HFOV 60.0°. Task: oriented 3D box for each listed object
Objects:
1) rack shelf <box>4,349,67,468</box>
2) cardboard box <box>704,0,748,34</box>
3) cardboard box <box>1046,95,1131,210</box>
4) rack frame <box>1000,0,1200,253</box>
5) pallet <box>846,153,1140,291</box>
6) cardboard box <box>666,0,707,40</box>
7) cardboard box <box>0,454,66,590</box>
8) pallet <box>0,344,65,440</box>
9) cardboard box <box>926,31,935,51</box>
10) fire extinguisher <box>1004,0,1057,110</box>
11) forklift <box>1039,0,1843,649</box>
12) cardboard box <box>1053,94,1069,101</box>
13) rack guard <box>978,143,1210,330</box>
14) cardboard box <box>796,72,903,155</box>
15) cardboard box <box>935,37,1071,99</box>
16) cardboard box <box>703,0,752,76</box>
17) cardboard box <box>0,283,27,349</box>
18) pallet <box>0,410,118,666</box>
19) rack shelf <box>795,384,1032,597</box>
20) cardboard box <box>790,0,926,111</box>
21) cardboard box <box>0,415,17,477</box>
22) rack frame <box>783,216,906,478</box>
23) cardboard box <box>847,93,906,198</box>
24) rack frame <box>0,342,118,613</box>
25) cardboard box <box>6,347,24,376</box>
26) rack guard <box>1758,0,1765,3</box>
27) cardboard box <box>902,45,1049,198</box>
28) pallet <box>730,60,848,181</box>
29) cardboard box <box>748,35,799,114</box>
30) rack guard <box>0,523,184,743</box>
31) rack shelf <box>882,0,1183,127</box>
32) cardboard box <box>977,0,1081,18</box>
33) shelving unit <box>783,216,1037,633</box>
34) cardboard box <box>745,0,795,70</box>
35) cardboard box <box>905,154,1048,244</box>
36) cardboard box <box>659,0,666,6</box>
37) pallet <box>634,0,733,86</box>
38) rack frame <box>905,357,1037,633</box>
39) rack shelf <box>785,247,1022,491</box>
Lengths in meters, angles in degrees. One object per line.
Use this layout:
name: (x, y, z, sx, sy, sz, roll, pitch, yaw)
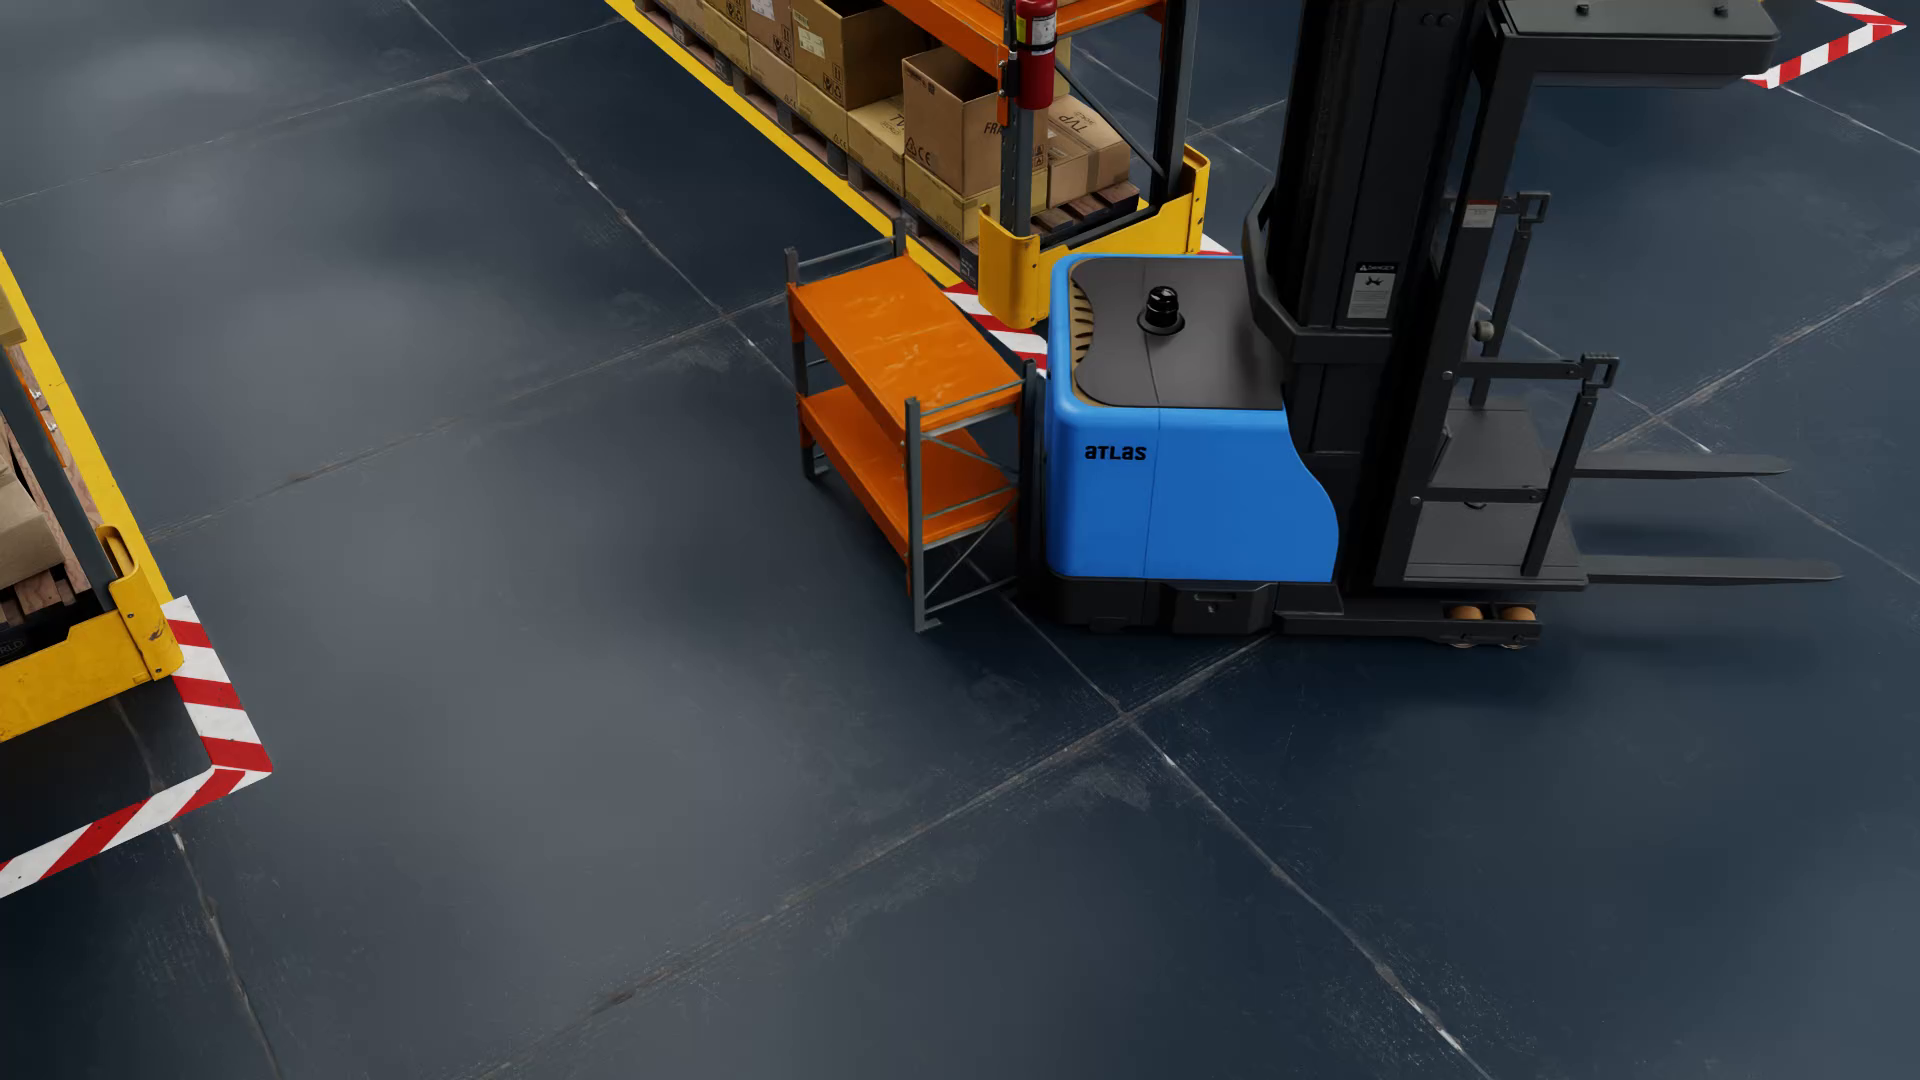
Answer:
rack shelf: (-4.580, -1.305, 6.466, 1.077, 0.370, 4.000, -26, 49, -24)
cardboard box: (-1.083, -3.133, 9.003, 0.500, 0.500, 0.500, -26, 49, -24)
cardboard box: (0.501, -1.940, 8.297, 0.500, 0.250, 0.500, -26, 49, -24)
rack frame: (0.625, -2.391, 7.083, 1.000, 3.000, 0.127, -26, 49, -24)
pallet: (0.153, -1.799, 8.482, 1.003, 0.211, 1.213, -26, 49, -24)
cardboard box: (-1.365, -3.147, 9.561, 0.500, 0.250, 0.500, -26, 49, -24)
cardboard box: (-3.758, -0.046, 6.255, 0.500, 0.311, 0.500, -31, 52, -29)
pallet: (-4.609, -0.631, 7.258, 1.003, 0.211, 1.213, -26, 49, -24)
cardboard box: (-0.084, -2.772, 8.626, 0.500, 0.500, 0.500, -26, 49, -24)
fire extinguisher: (0.312, -2.113, 6.847, 0.296, 0.674, 0.183, -26, 49, -24)
forklift: (1.836, -1.023, 5.699, 3.031, 2.935, 1.130, 1, 44, 1)
cardboard box: (0.211, -2.222, 8.592, 0.500, 0.250, 0.500, -26, 49, -24)
rack guard: (0.639, -1.474, 7.932, 1.175, 0.500, 0.348, -26, 49, -24)
cardboard box: (-0.508, -2.297, 8.671, 0.500, 0.250, 0.500, -26, 49, -24)
cardboard box: (0.213, -2.494, 8.334, 0.500, 0.500, 0.500, -26, 49, -24)
cardboard box: (-1.083, -2.861, 9.262, 0.500, 0.250, 0.500, -26, 49, -24)
cardboard box: (-3.455, -0.787, 5.496, 0.500, 0.250, 0.500, -27, 50, -26)
pallet: (-3.915, 0.059, 6.535, 1.003, 0.211, 1.213, -26, 49, -24)
rack shelf: (-0.199, -0.272, 6.575, 0.538, 0.278, 1.000, -20, 47, -20)
cardboard box: (-0.510, -2.567, 8.410, 0.500, 0.500, 0.500, -26, 49, -24)
cardboard box: (-4.084, -0.369, 6.593, 0.500, 0.311, 0.500, -22, 48, -21)
rack frame: (-0.438, -0.759, 6.730, 0.500, 1.125, 0.032, -20, 47, -20)
cardboard box: (-0.220, -2.014, 8.375, 0.500, 0.250, 0.500, -26, 49, -24)
rack frame: (-3.436, -0.432, 5.031, 1.000, 3.000, 0.127, -26, 49, -24)
cardboard box: (-4.463, -0.873, 6.984, 0.700, 0.500, 0.500, -29, 51, -27)
rack guard: (4.608, -3.466, 10.019, 1.175, 0.500, 0.348, -26, 49, -24)
cardboard box: (0.074, -2.006, 7.823, 0.500, 0.500, 0.500, -26, 49, -24)
pallet: (-0.541, -2.490, 9.205, 1.003, 0.211, 1.213, -26, 49, -24)
cardboard box: (-0.792, -2.581, 8.968, 0.500, 0.250, 0.500, -26, 49, -24)
rack guard: (-3.479, 0.429, 5.939, 1.175, 0.500, 0.348, -26, 49, -24)
rack shelf: (-0.519, -3.264, 8.518, 1.077, 0.370, 4.000, -26, 49, -24)
cardboard box: (0.368, -2.697, 7.330, 0.700, 0.500, 0.500, -26, 49, -24)
shelving unit: (-0.199, -0.449, 6.406, 0.538, 1.125, 1.048, -20, 47, -20)
cardboard box: (-0.795, -2.850, 8.708, 0.500, 0.500, 0.500, -26, 49, -24)
cardboard box: (0.076, -1.736, 8.083, 0.500, 0.250, 0.500, -26, 49, -24)
cardboard box: (-1.647, -3.432, 9.860, 0.500, 0.250, 0.500, -26, 49, -24)
pallet: (-1.243, -3.181, 9.929, 1.003, 0.211, 1.213, -26, 49, -24)
rack frame: (0.041, -0.140, 6.082, 0.500, 1.125, 0.032, -20, 47, -20)
rack shelf: (-0.199, -0.661, 6.204, 0.538, 0.278, 1.000, -20, 47, -20)
